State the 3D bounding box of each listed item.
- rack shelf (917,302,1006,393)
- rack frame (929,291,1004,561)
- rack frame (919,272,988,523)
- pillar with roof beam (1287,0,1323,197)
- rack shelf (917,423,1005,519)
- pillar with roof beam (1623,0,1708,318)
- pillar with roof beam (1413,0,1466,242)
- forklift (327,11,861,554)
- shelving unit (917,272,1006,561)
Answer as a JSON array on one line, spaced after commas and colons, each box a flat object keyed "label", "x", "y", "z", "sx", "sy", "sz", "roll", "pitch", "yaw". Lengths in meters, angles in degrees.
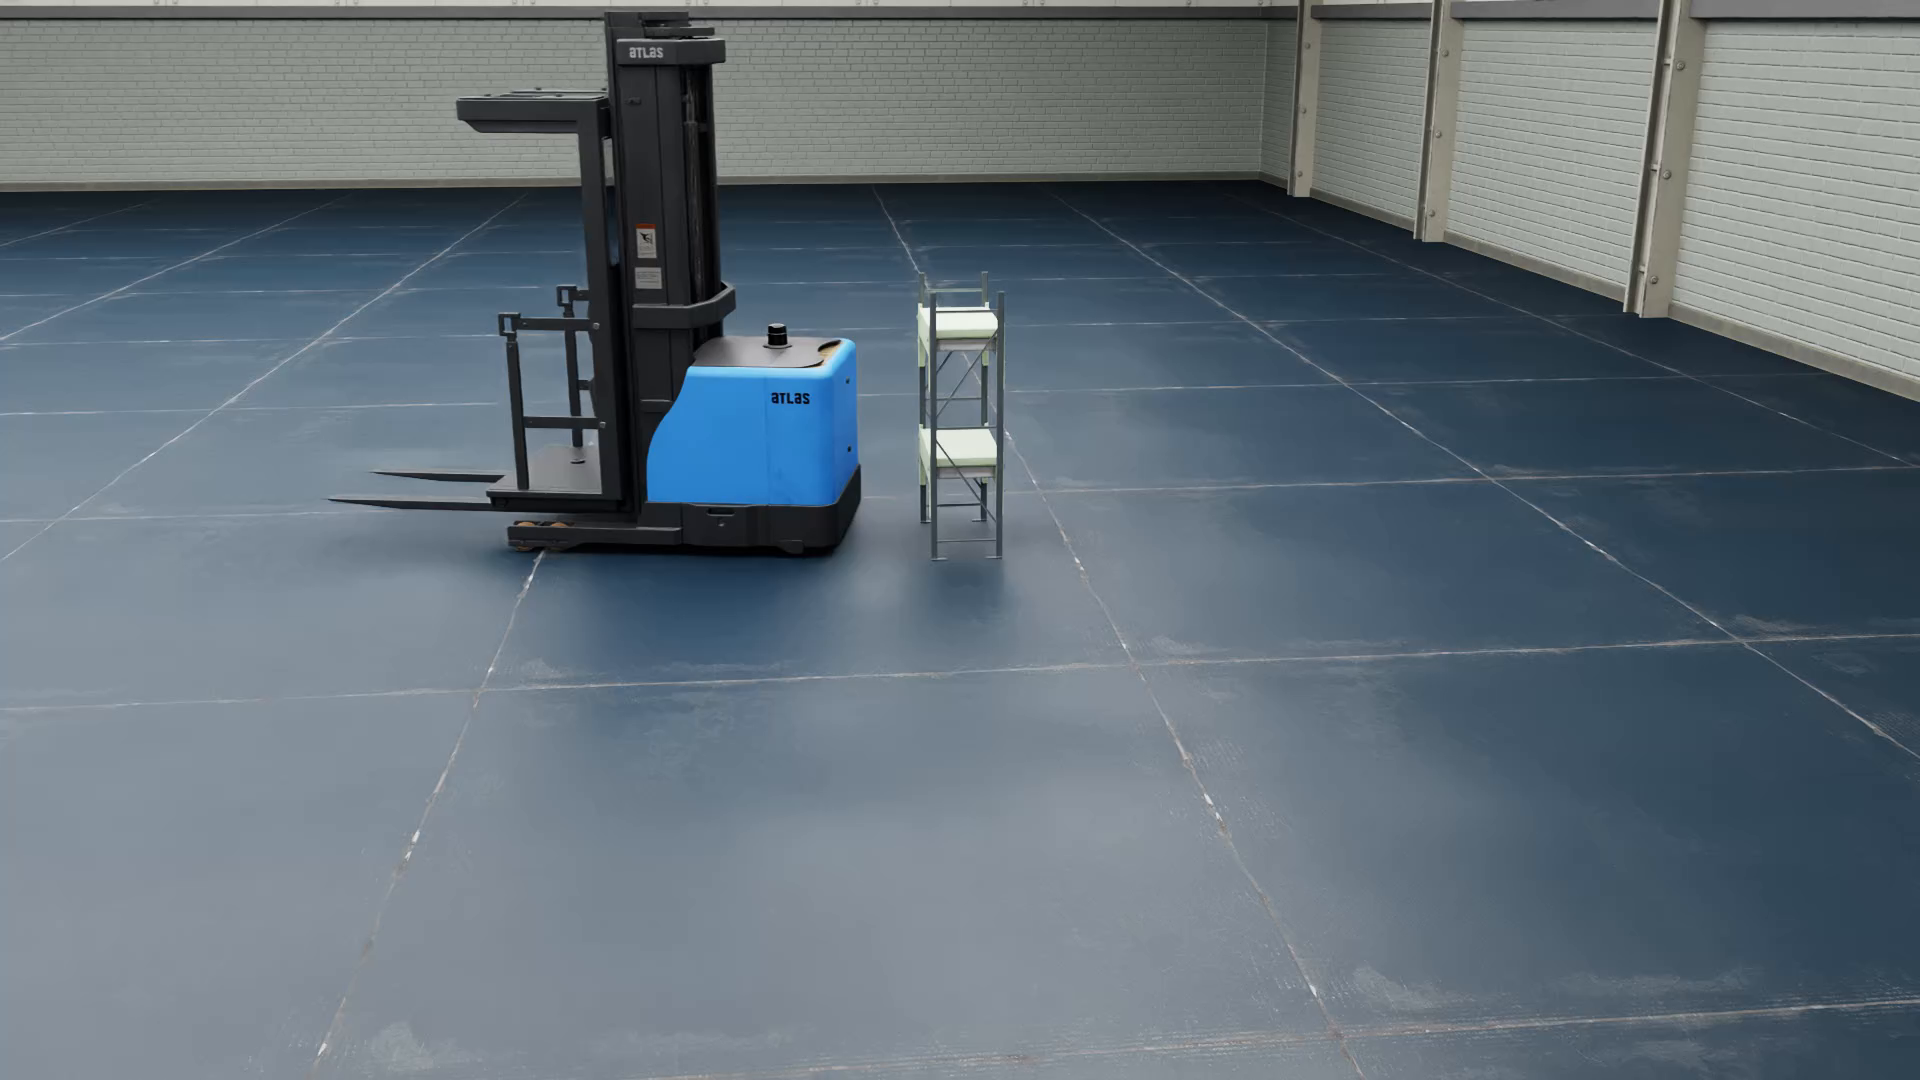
[{"label": "rack shelf", "x": -0.001, "y": -1.090, "z": 9.342, "sx": 0.431, "sy": 0.370, "sz": 0.720, "roll": -2, "pitch": 18, "yaw": -6}, {"label": "rack frame", "x": 0.037, "y": -0.609, "z": 9.111, "sx": 0.400, "sy": 1.500, "sz": 0.023, "roll": -2, "pitch": 18, "yaw": -6}, {"label": "rack frame", "x": -0.038, "y": -0.827, "z": 9.806, "sx": 0.400, "sy": 1.500, "sz": 0.023, "roll": -2, "pitch": 18, "yaw": -6}, {"label": "pillar with roof beam", "x": 1.520, "y": -10.052, "z": 26.671, "sx": 9.100, "sy": 9.000, "sz": 0.400, "roll": -2, "pitch": 18, "yaw": -6}, {"label": "rack shelf", "x": -0.001, "y": -0.407, "z": 9.556, "sx": 0.431, "sy": 0.370, "sz": 0.720, "roll": -2, "pitch": 18, "yaw": -6}, {"label": "pillar with roof beam", "x": 2.758, "y": -6.476, "z": 15.283, "sx": 9.100, "sy": 9.000, "sz": 0.400, "roll": -2, "pitch": 18, "yaw": -6}, {"label": "pillar with roof beam", "x": 2.139, "y": -8.264, "z": 20.977, "sx": 9.100, "sy": 9.000, "sz": 0.400, "roll": -2, "pitch": 18, "yaw": -6}, {"label": "forklift", "x": -2.154, "y": -1.483, "z": 9.507, "sx": 3.031, "sy": 2.935, "sz": 1.130, "roll": 2, "pitch": 17, "yaw": 5}, {"label": "shelving unit", "x": -0.001, "y": -0.718, "z": 9.459, "sx": 0.431, "sy": 1.500, "sz": 0.755, "roll": -2, "pitch": 18, "yaw": -6}]
